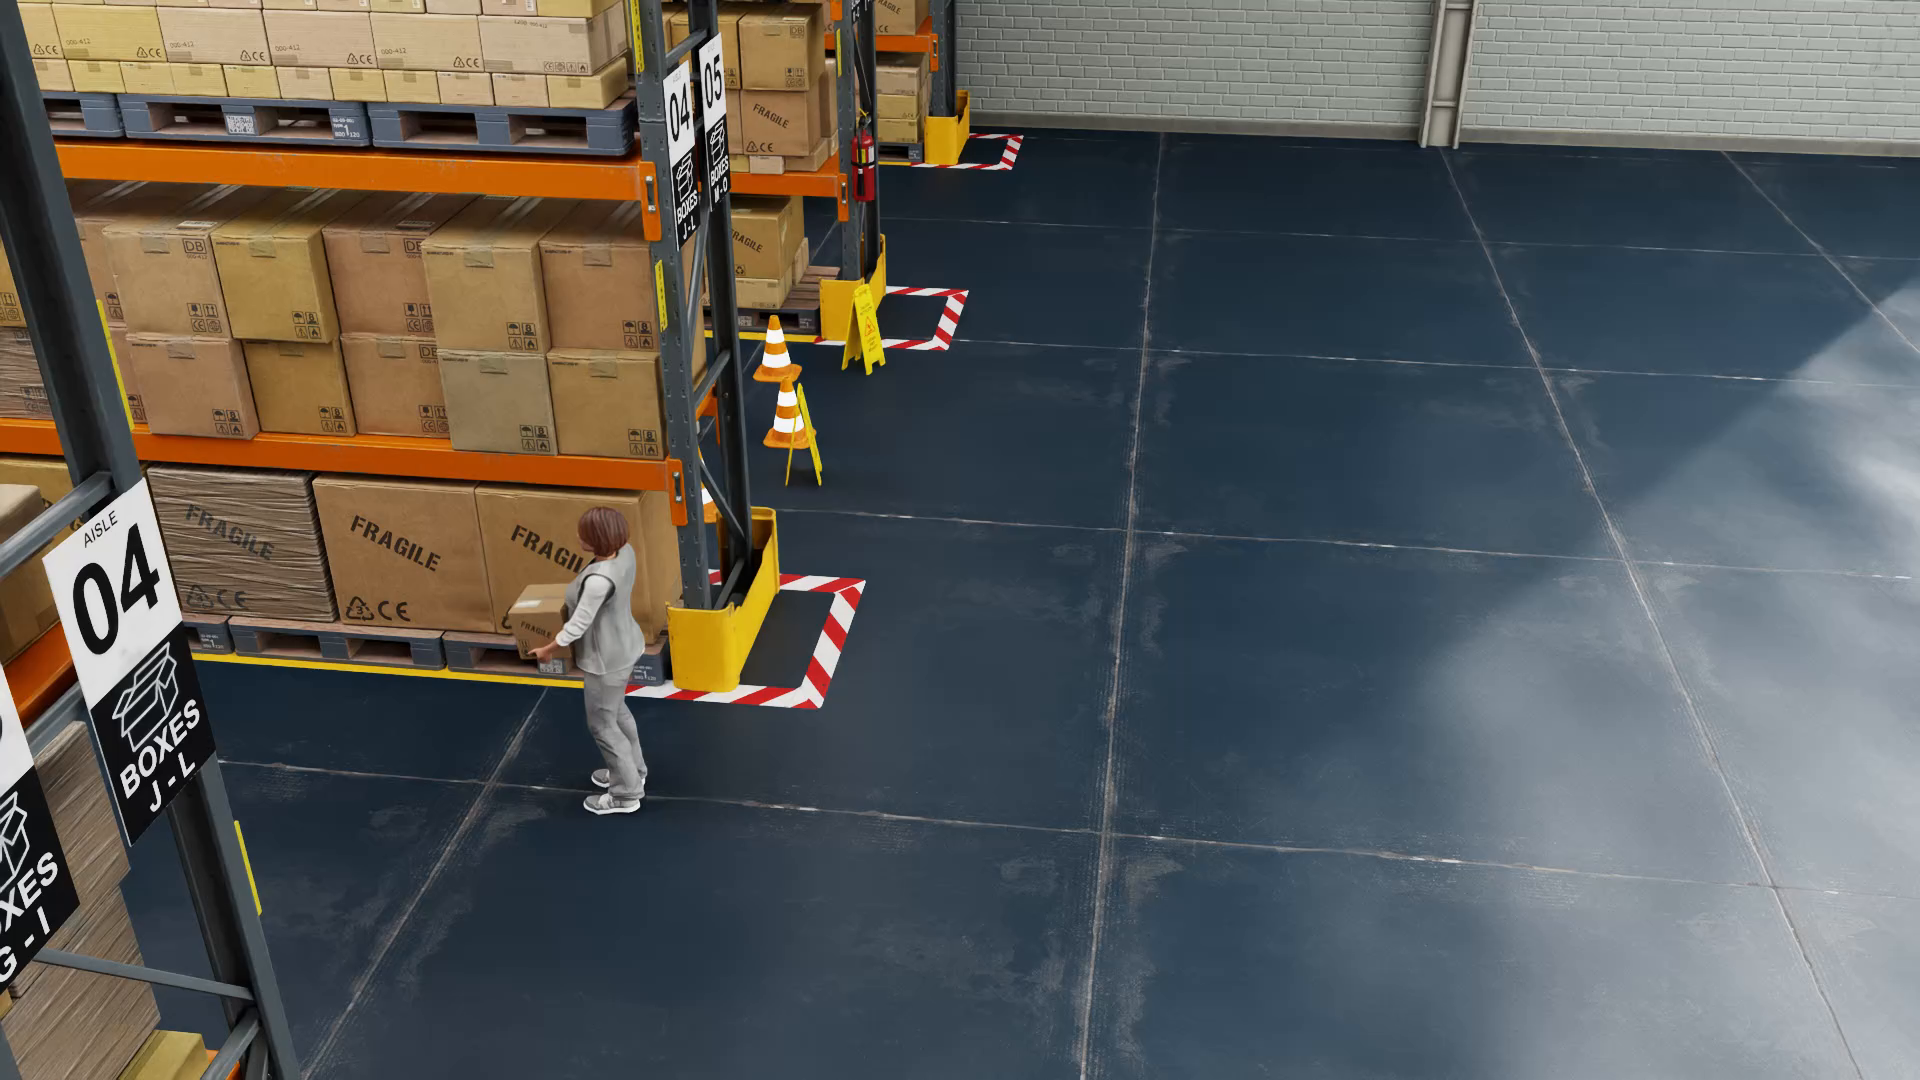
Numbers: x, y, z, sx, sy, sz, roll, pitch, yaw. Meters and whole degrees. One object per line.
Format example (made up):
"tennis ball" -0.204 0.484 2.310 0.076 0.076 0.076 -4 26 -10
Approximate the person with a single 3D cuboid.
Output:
"person" -1.700 0.538 7.663 0.496 1.591 0.404 4 29 7
